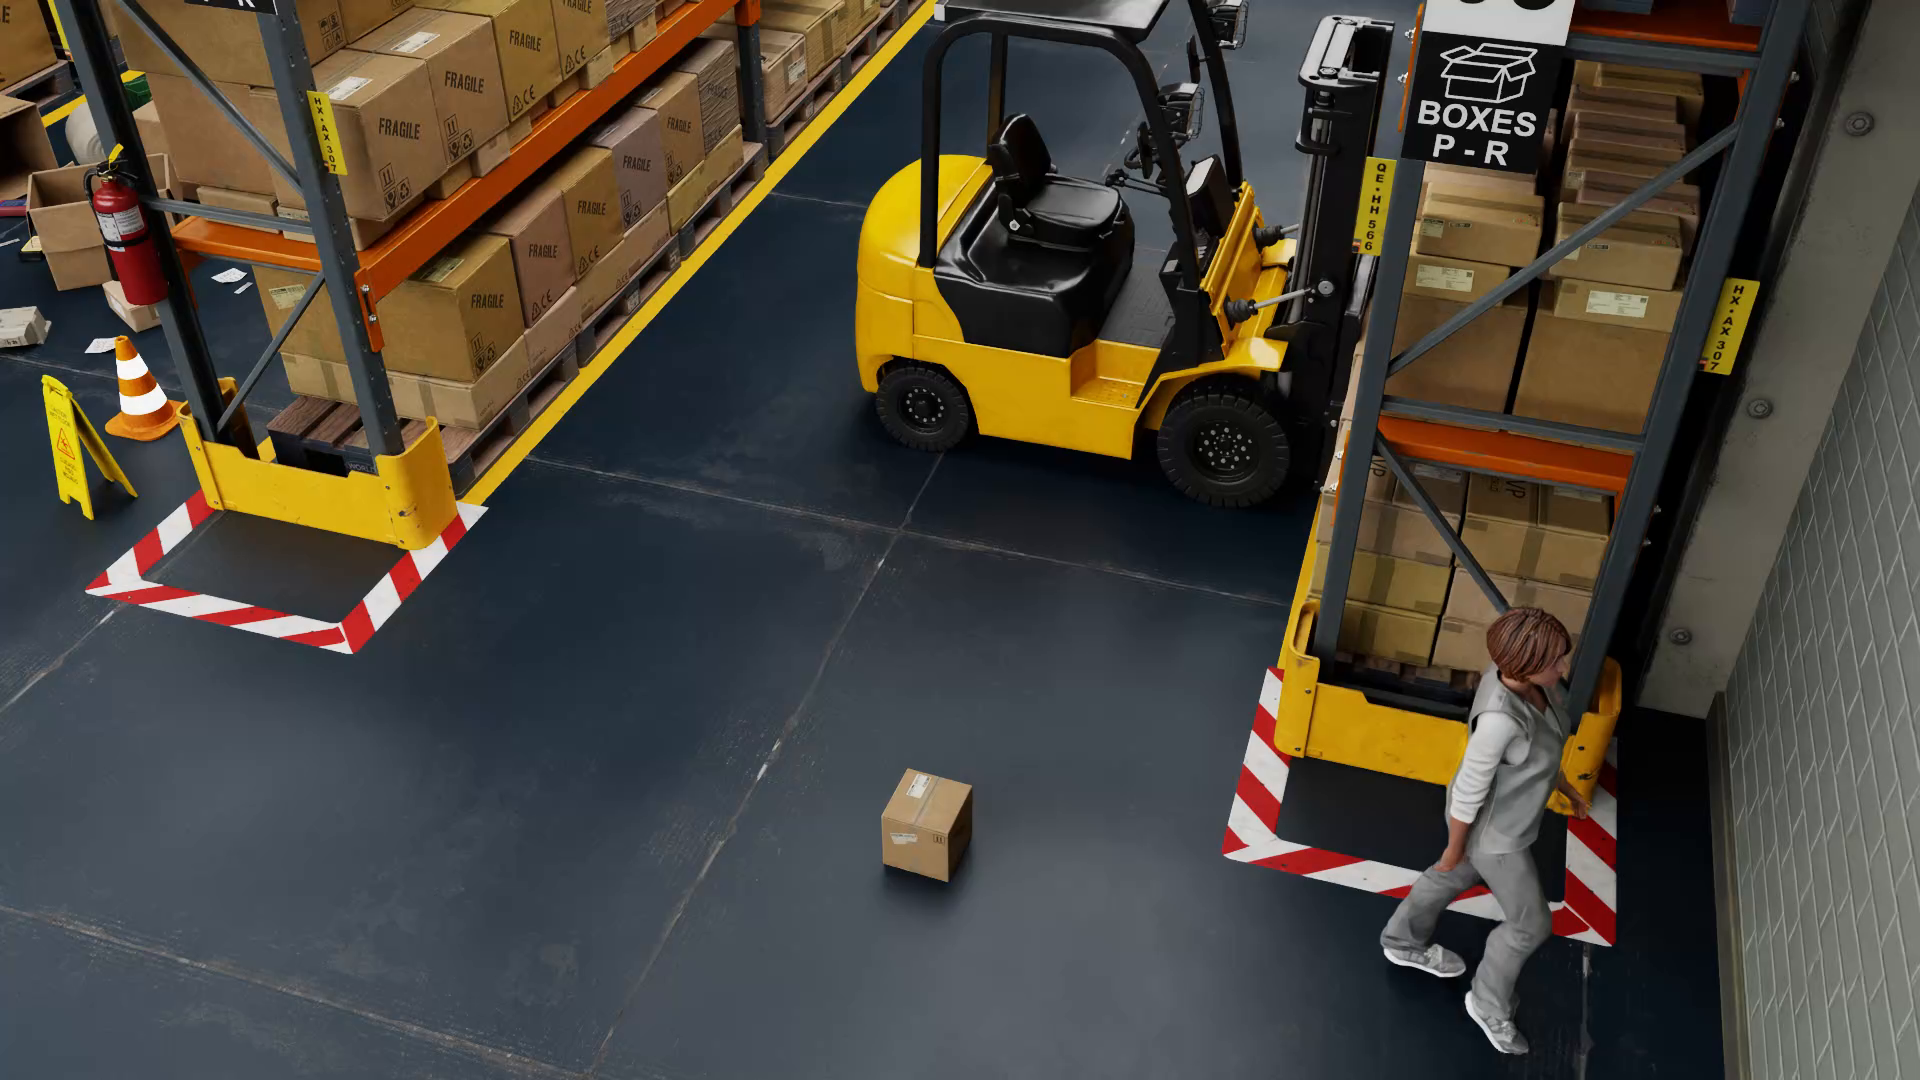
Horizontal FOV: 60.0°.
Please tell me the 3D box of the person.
[{"bbox_3d":[1.638,0.867,5.043,0.528,1.652,0.430,14,40,17],"label":"person"}]
